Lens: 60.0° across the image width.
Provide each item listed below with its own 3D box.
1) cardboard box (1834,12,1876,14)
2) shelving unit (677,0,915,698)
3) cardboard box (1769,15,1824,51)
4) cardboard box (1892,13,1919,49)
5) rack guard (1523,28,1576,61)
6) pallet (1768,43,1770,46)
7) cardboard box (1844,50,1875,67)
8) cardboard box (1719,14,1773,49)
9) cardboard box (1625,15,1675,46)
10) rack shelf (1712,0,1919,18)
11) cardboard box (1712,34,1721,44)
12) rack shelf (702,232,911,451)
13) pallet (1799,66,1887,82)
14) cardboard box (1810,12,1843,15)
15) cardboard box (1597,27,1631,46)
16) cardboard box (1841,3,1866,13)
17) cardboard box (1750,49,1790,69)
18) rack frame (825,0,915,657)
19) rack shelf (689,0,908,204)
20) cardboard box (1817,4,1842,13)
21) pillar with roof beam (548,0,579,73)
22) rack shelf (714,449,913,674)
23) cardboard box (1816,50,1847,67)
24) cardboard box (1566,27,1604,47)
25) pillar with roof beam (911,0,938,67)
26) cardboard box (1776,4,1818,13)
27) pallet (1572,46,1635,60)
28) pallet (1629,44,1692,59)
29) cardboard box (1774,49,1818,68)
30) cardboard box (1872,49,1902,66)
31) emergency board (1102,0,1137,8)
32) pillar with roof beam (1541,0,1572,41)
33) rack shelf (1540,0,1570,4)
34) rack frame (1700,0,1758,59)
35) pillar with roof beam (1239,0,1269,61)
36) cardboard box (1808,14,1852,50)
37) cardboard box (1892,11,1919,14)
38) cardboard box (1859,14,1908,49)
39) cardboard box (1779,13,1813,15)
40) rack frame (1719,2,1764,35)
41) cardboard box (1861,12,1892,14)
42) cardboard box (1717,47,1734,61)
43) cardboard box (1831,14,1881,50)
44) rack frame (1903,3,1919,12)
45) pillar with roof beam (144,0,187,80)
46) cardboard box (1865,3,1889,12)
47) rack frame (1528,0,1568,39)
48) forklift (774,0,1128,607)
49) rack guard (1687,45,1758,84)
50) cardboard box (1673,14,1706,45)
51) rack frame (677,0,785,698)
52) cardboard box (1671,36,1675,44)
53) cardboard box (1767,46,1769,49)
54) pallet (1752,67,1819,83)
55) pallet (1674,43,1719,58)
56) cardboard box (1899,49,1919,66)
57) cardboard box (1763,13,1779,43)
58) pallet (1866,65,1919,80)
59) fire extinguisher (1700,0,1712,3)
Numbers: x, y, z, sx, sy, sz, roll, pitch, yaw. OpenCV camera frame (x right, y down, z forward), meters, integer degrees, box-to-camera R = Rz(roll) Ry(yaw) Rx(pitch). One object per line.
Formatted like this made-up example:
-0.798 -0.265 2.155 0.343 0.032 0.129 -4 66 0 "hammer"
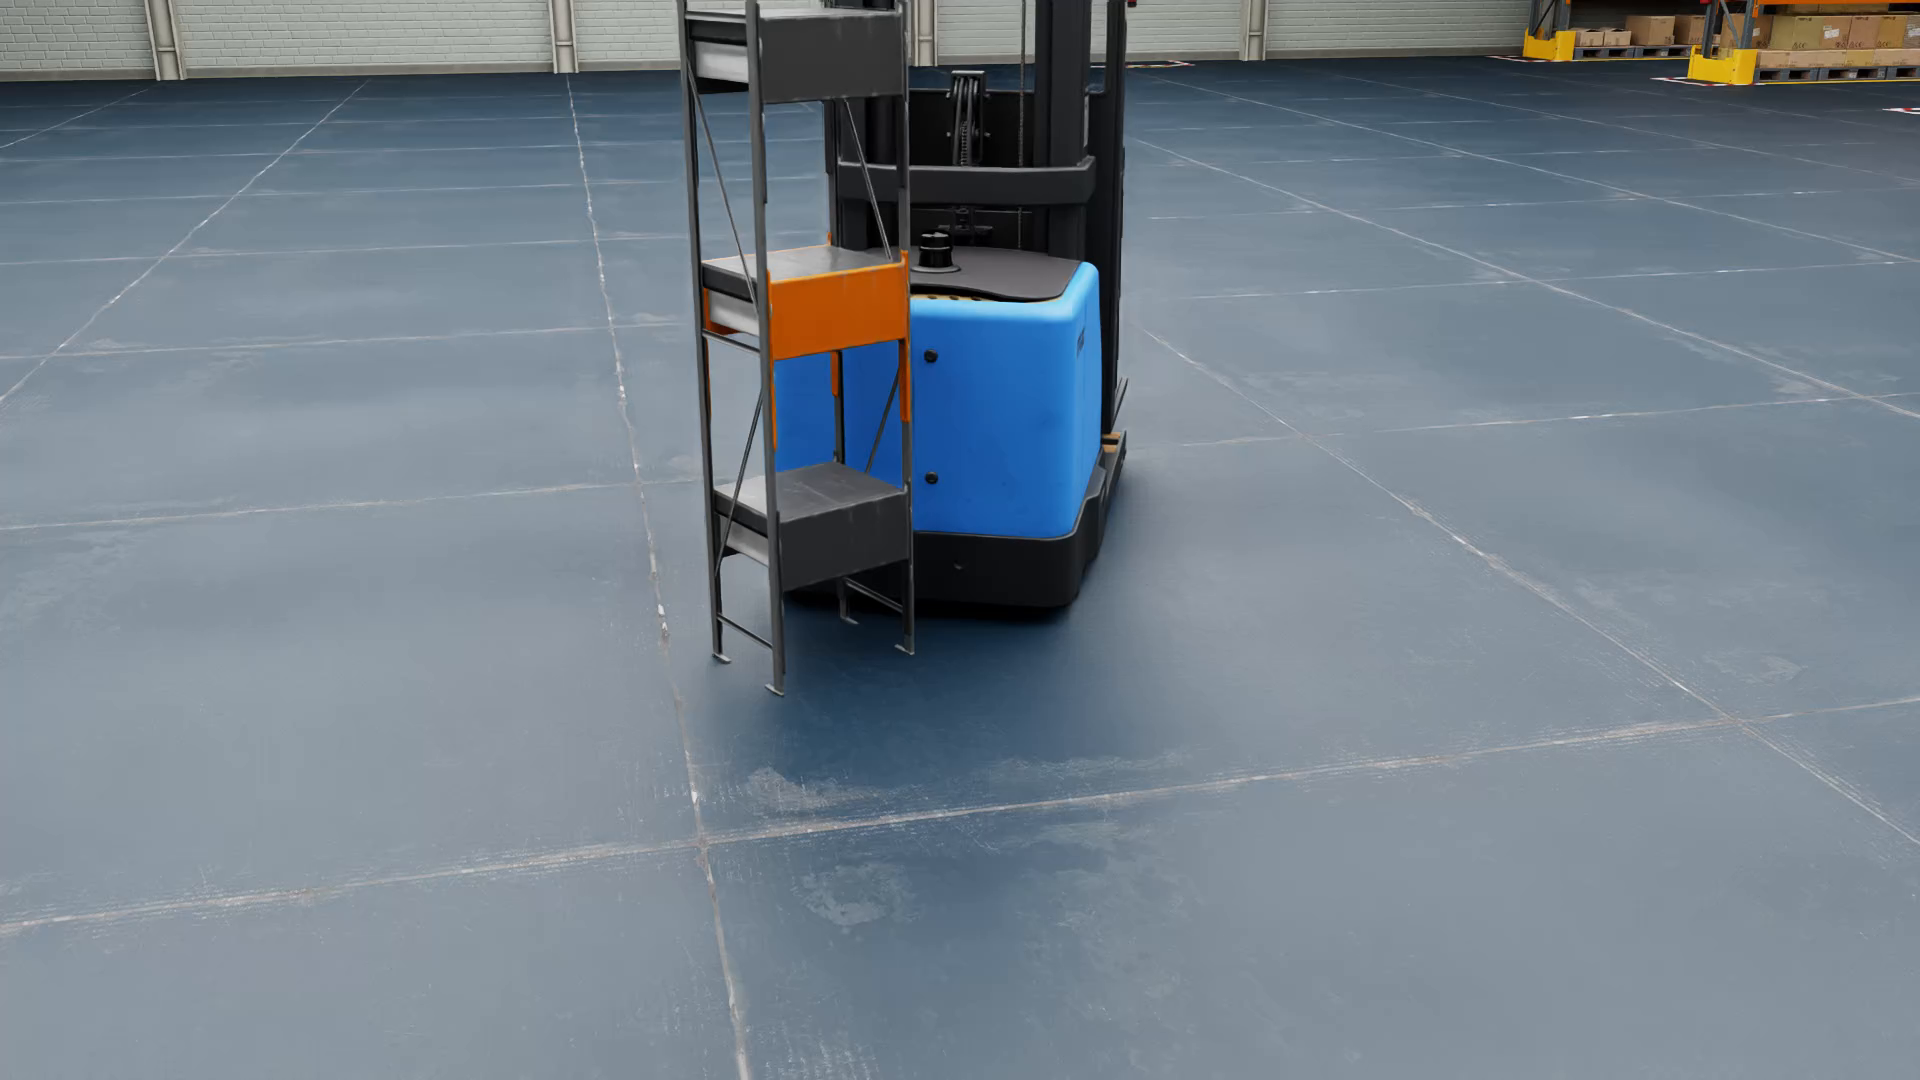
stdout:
14.127 -8.055 26.240 0.500 0.500 0.500 -5 21 -12 "cardboard box"
-0.466 -0.616 4.944 0.503 2.100 0.431 -15 25 -35 "shelving unit"
12.790 -7.758 25.429 0.500 0.500 0.500 -5 21 -12 "cardboard box"
14.734 -7.921 25.873 0.500 0.500 0.500 -5 21 -12 "cardboard box"
10.662 -8.982 30.107 0.348 0.500 1.175 -5 21 -12 "rack guard"
15.238 -9.219 31.174 1.213 0.211 1.003 -5 21 -12 "pallet"
13.764 -7.484 25.771 0.500 0.250 0.500 -5 21 -12 "cardboard box"
12.185 -7.892 25.794 0.500 0.500 0.500 -5 21 -12 "cardboard box"
12.562 -9.293 30.318 0.500 0.500 0.700 -6 21 -16 "cardboard box"
13.677 -8.312 25.691 4.000 0.370 1.077 -5 21 -12 "rack shelf"
13.967 -9.290 30.793 0.250 0.166 0.380 -7 21 -20 "cardboard box"
-0.466 -0.603 4.949 0.480 0.518 0.431 -15 25 -35 "rack shelf"
13.651 -7.352 26.078 1.213 0.211 1.003 -5 21 -12 "pallet"
13.641 -8.015 26.131 0.500 0.500 0.500 -5 21 -12 "cardboard box"
11.836 -9.163 30.238 0.500 0.311 0.500 -3 20 -8 "cardboard box"
16.616 -10.027 31.230 0.500 0.250 0.500 -5 21 -13 "cardboard box"
12.304 -7.366 25.448 0.500 0.250 0.500 -5 21 -12 "cardboard box"
-0.274 -0.668 5.085 0.015 2.100 0.400 -15 25 -35 "rack frame"
-0.466 -1.261 4.708 0.480 0.518 0.431 -15 25 -35 "rack shelf"
16.126 -9.993 31.138 0.500 0.250 0.500 -5 21 -14 "cardboard box"
-5.457 -10.446 21.747 0.400 9.000 9.100 -5 21 -12 "pillar with roof beam"
-0.466 0.054 5.189 0.480 0.518 0.431 -15 25 -35 "rack shelf"
13.277 -7.446 25.667 0.500 0.250 0.500 -5 21 -12 "cardboard box"
11.282 -9.118 30.115 0.500 0.311 0.500 -7 21 -19 "cardboard box"
0.382 -10.920 23.044 0.400 9.000 9.100 -5 21 -12 "pillar with roof beam"
15.621 -9.951 31.023 0.500 0.250 0.500 -5 21 -14 "cardboard box"
11.460 -8.899 30.300 1.213 0.211 1.003 -5 21 -12 "pallet"
12.645 -8.994 30.560 1.213 0.211 1.003 -5 21 -12 "pallet"
12.790 -7.406 25.559 0.500 0.250 0.500 -5 21 -12 "cardboard box"
14.251 -7.524 25.879 0.500 0.250 0.500 -5 21 -12 "cardboard box"
2.817 -9.837 28.807 0.643 1.169 0.194 -5 21 -12 "emergency board"
12.060 -11.870 25.636 0.400 9.000 9.100 -5 21 -12 "pillar with roof beam"
12.534 -9.970 30.216 4.000 0.370 1.077 -5 21 -12 "rack shelf"
11.731 -8.492 25.135 0.127 3.000 1.000 -5 21 -12 "rack frame"
6.221 -11.395 24.340 0.400 9.000 9.100 -5 21 -12 "pillar with roof beam"
13.274 -7.802 25.549 0.500 0.500 0.500 -5 21 -12 "cardboard box"
15.100 -8.134 26.457 0.500 0.500 0.500 -5 21 -12 "cardboard box"
14.248 -7.880 25.762 0.500 0.500 0.500 -5 21 -12 "cardboard box"
13.154 -7.976 26.024 0.500 0.500 0.500 -5 21 -12 "cardboard box"
14.480 -10.466 30.525 0.127 3.000 1.000 -5 21 -12 "rack frame"
14.616 -8.092 26.341 0.500 0.500 0.500 -5 21 -12 "cardboard box"
12.185 -7.539 25.921 0.500 0.250 0.500 -5 21 -12 "cardboard box"
13.765 -7.836 25.641 0.500 0.500 0.500 -5 21 -12 "cardboard box"
18.373 -10.783 31.389 0.127 3.000 1.000 -5 21 -12 "rack frame"
-11.296 -9.971 20.451 0.400 9.000 9.100 -5 21 -12 "pillar with roof beam"
17.115 -10.069 31.345 0.500 0.250 0.500 -4 21 -11 "cardboard box"
10.588 -10.149 29.661 0.127 3.000 1.000 -5 21 -12 "rack frame"
0.111 -1.623 6.485 1.130 2.935 3.031 3 20 9 "forklift"
11.708 -7.316 25.559 0.348 0.500 1.175 -5 21 -12 "rack guard"
13.479 -9.403 30.618 0.500 0.500 0.500 -6 21 -17 "cardboard box"
-0.659 -0.564 4.803 0.015 2.100 0.400 -15 25 -35 "rack frame"
12.919 -9.214 30.612 0.250 0.149 0.380 -6 21 -17 "cardboard box"
12.669 -7.583 26.040 0.500 0.250 0.500 -5 21 -12 "cardboard box"
12.466 -7.257 25.818 1.213 0.211 1.003 -5 21 -12 "pallet"
13.835 -9.092 30.827 1.213 0.211 1.003 -5 21 -12 "pallet"
14.734 -7.568 26.001 0.500 0.250 0.500 -5 21 -12 "cardboard box"
15.193 -9.563 31.053 0.500 0.500 0.700 -4 20 -11 "cardboard box"
14.840 -7.450 26.345 1.213 0.211 1.003 -5 21 -12 "pallet"
11.509 -8.601 25.547 0.183 0.674 0.296 -5 21 -12 "fire extinguisher"
